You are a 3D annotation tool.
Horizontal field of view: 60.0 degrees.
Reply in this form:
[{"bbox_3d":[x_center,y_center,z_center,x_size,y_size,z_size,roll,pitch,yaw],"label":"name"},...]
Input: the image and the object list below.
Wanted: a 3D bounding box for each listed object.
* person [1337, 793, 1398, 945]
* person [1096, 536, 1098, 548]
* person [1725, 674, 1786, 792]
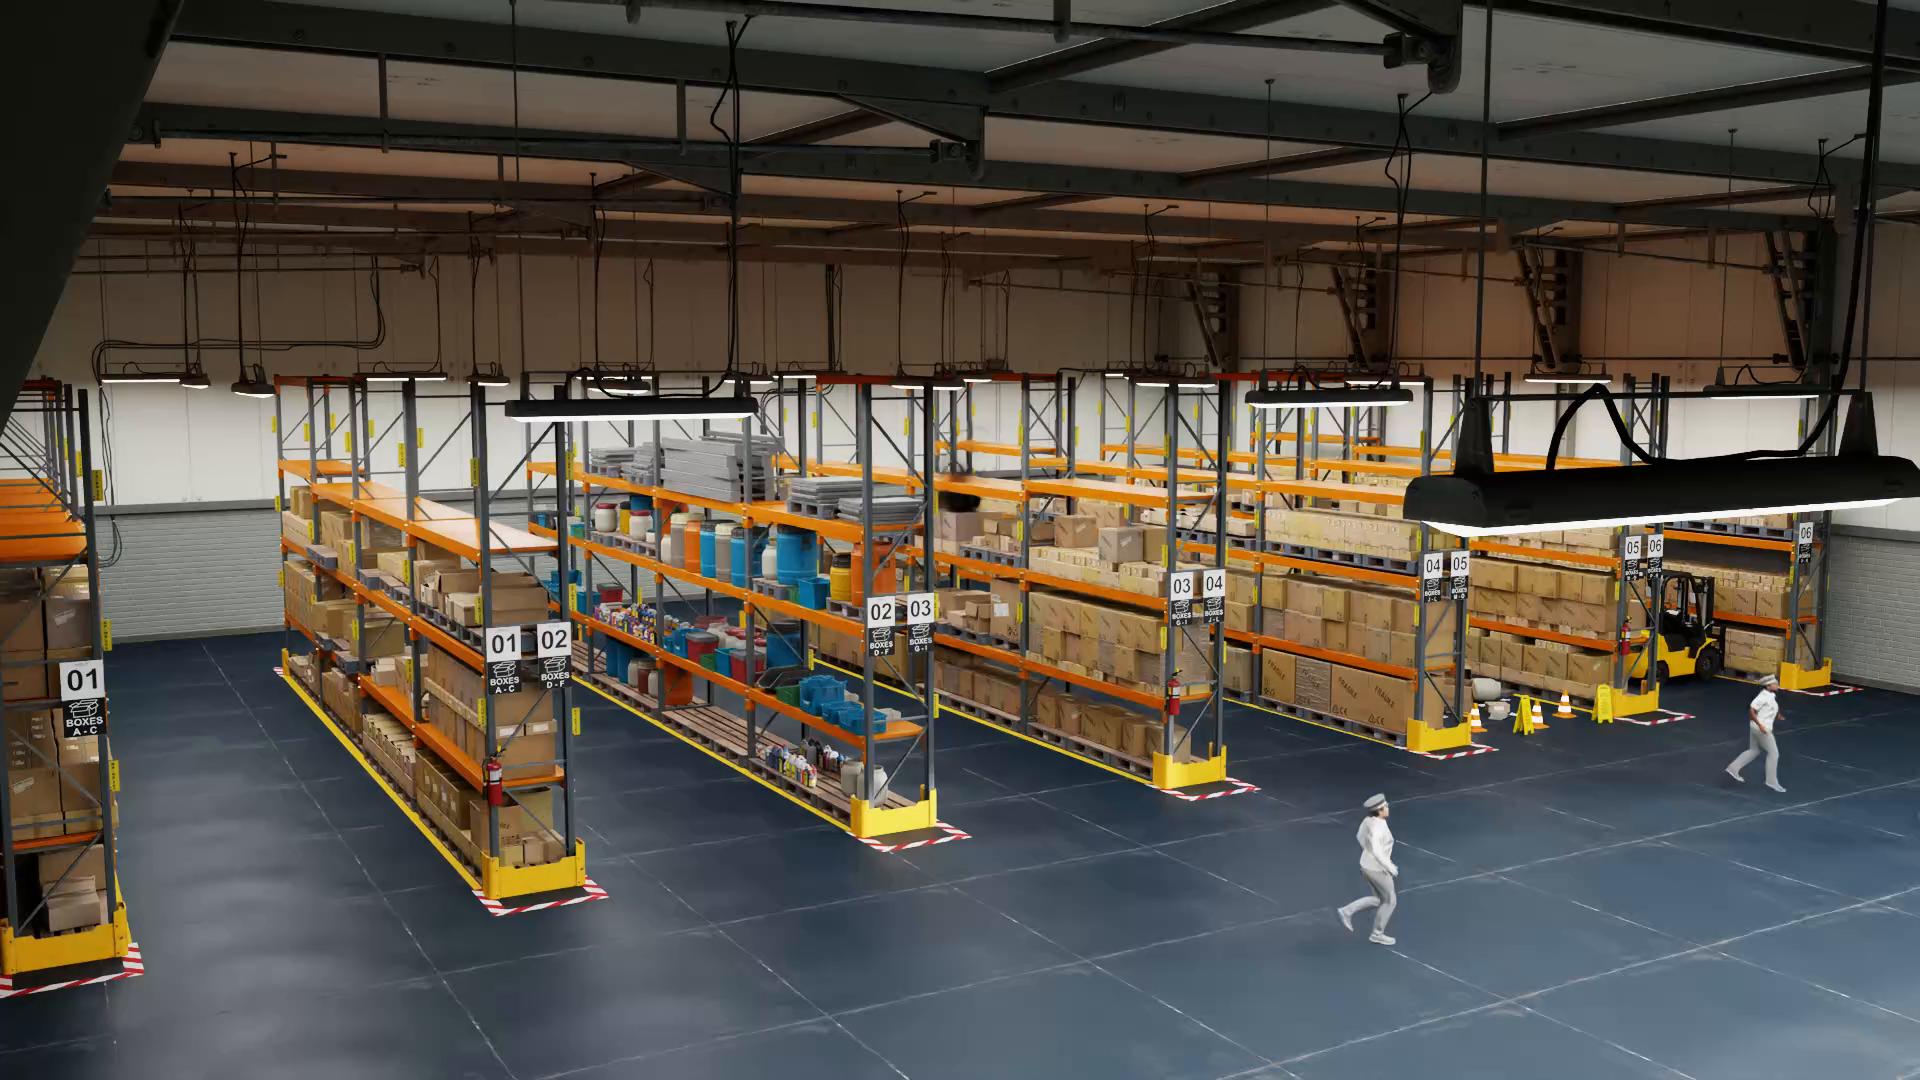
[{"bbox_3d":[4.423,3.552,17.986,0.609,1.659,0.648,-1,6,-5],"label":"person"},{"bbox_3d":[3.782,0.588,44.811,0.592,1.679,0.777,1,6,7],"label":"person"},{"bbox_3d":[11.770,2.808,24.512,0.796,1.735,0.576,3,7,22],"label":"person"}]
